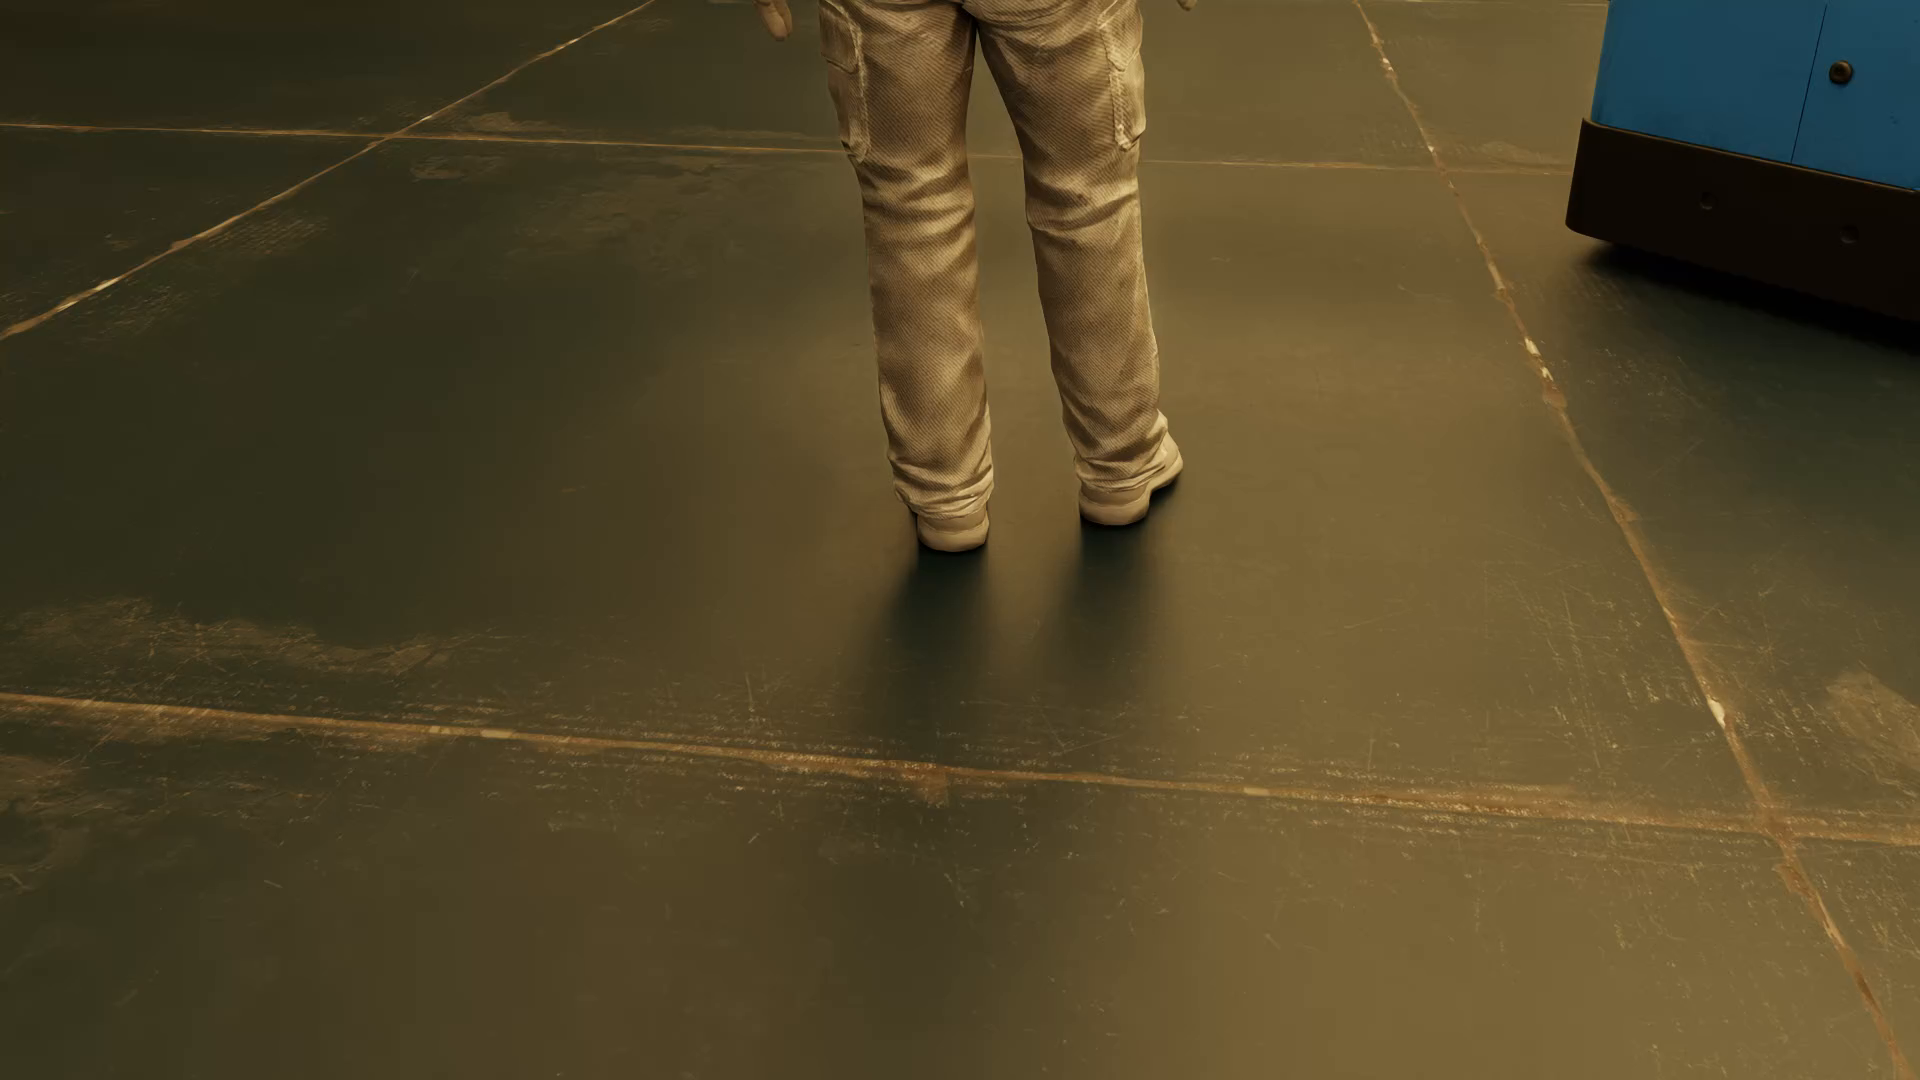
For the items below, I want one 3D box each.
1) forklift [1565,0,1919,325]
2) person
[{"bbox_3d":[2.863,-2.166,3.559,3.031,2.935,1.130,-18,32,-32],"label":"forklift"},{"bbox_3d":[0.018,-0.836,2.161,0.656,1.781,0.577,3,27,7],"label":"person"}]
